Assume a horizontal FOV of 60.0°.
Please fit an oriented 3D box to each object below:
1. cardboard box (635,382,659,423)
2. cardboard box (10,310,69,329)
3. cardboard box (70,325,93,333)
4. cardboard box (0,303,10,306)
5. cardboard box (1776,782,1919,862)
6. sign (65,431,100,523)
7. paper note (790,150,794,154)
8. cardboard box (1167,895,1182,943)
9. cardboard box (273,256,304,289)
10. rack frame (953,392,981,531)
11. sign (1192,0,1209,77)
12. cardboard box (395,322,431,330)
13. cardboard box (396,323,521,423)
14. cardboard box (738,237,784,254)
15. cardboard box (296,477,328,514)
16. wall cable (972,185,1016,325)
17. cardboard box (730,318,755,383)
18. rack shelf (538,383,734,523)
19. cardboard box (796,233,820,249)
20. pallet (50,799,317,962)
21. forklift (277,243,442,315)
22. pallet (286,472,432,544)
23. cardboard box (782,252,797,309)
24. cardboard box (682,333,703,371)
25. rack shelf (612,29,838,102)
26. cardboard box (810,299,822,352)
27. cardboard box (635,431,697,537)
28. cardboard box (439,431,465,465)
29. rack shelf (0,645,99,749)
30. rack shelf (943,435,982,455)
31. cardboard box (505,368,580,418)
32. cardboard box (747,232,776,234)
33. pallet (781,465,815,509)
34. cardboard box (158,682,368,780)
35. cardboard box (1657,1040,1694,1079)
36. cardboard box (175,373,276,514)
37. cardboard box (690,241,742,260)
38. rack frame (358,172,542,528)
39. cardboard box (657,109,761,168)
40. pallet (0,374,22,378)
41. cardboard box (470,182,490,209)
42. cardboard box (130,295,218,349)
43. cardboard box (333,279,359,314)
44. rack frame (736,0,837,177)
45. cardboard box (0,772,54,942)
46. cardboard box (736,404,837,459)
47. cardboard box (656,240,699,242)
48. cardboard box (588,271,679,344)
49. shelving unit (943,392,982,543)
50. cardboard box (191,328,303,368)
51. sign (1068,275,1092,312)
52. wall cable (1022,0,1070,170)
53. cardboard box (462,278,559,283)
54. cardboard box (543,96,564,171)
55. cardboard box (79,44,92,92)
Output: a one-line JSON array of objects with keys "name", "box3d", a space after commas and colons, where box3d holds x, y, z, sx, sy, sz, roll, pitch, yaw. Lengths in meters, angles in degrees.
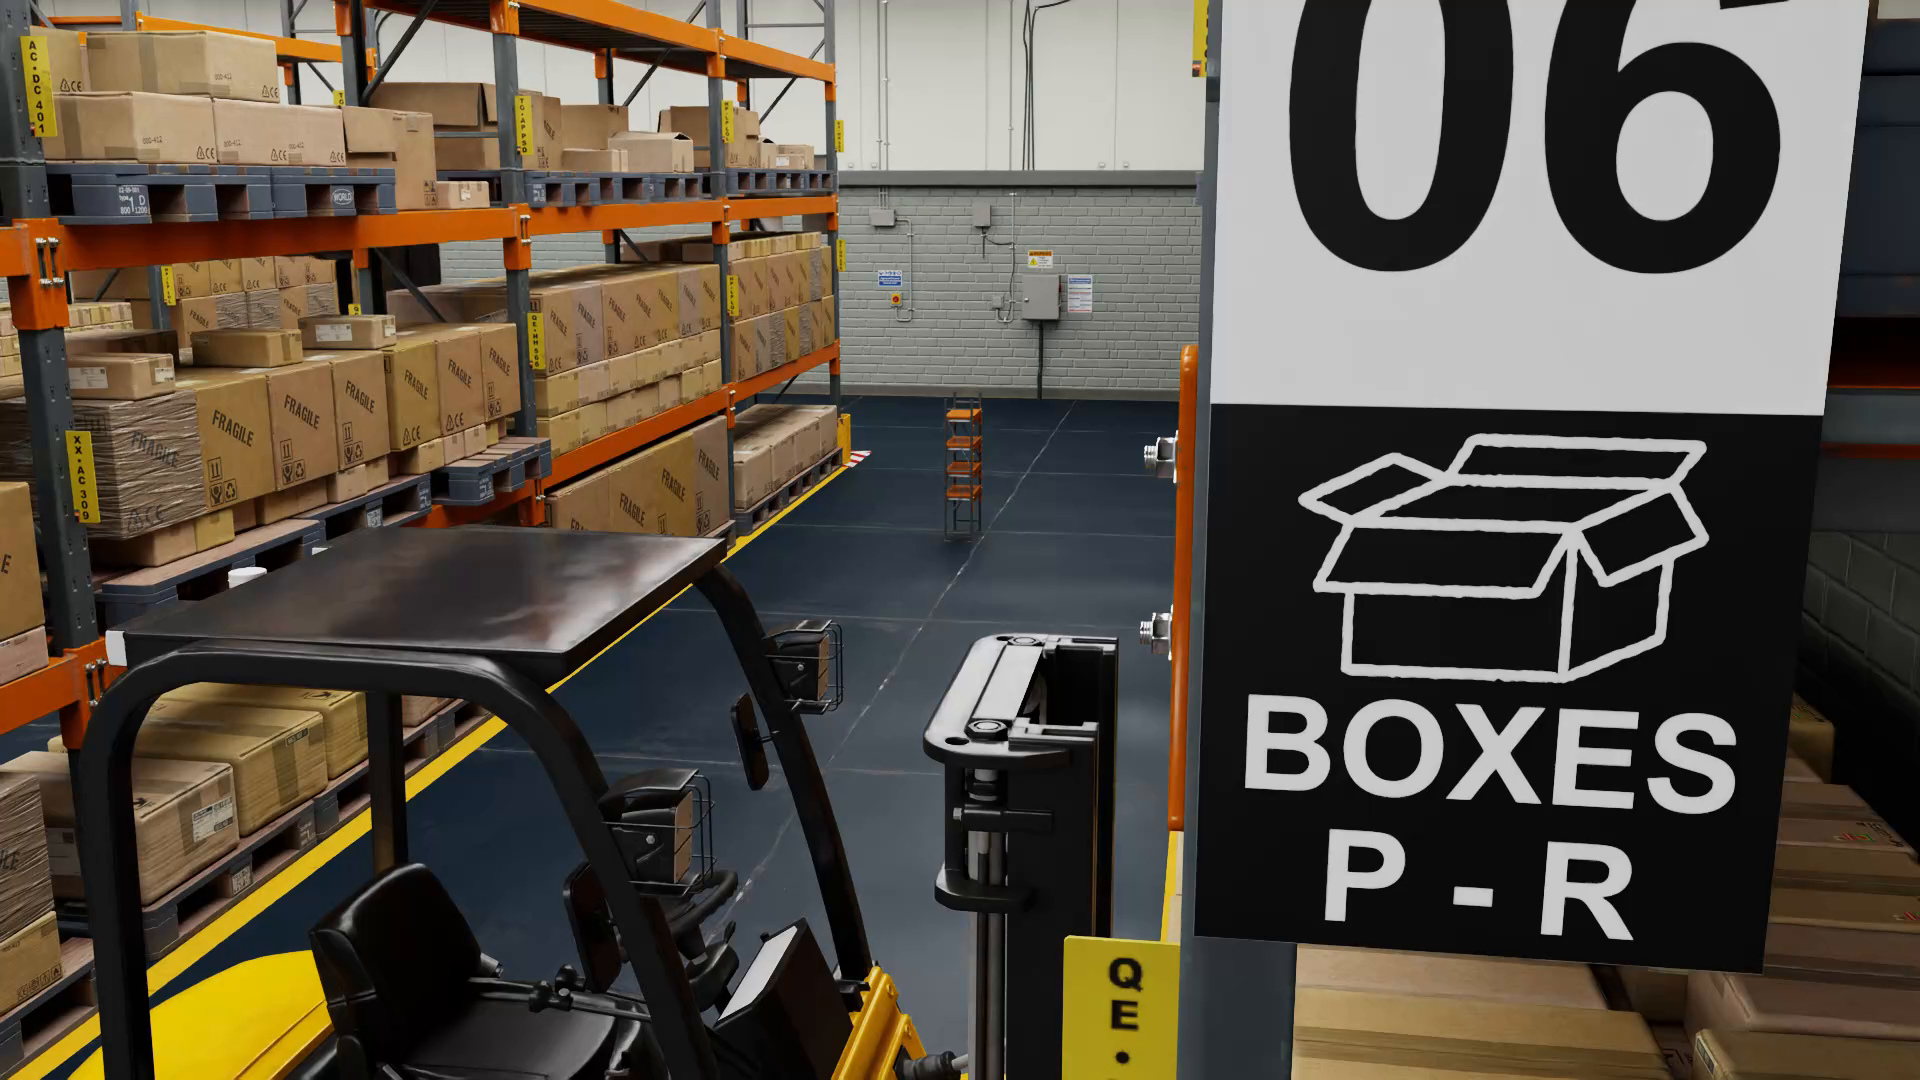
[{"name": "cardboard box", "box3d": [-2.464, -0.986, 11.806, 0.500, 0.250, 0.500, 2, 12, 9]}, {"name": "cardboard box", "box3d": [-7.291, -1.738, 13.124, 0.380, 0.149, 0.250, 2, 12, 8]}, {"name": "cardboard box", "box3d": [-7.246, -1.651, 13.427, 0.380, 0.149, 0.250, 2, 12, 11]}, {"name": "cardboard box", "box3d": [-7.852, -1.867, 13.722, 0.380, 0.149, 0.250, 2, 12, 10]}, {"name": "cardboard box", "box3d": [1.082, 0.445, 2.327, 0.380, 0.149, 0.250, 2, 12, 9]}, {"name": "sign", "box3d": [-3.086, -0.221, 5.845, 0.100, 0.325, 0.005, 2, 12, 9]}, {"name": "paper note", "box3d": [-1.526, -3.529, 15.124, 0.006, 0.032, 0.123, 2, 12, 9]}, {"name": "cardboard box", "box3d": [0.809, 1.193, 4.495, 0.500, 0.250, 0.500, 2, 12, 9]}, {"name": "cardboard box", "box3d": [-6.737, -2.707, 16.117, 0.500, 0.500, 0.500, 1, 12, 7]}, {"name": "rack frame", "box3d": [0.063, -0.672, 14.263, 0.240, 1.200, 0.015, 2, 12, 9]}, {"name": "sign", "box3d": [0.744, -1.542, 4.936, 0.100, 0.325, 0.005, 2, 12, 9]}, {"name": "cardboard box", "box3d": [-3.306, -0.960, 9.388, 0.500, 0.500, 0.500, 2, 12, 7]}, {"name": "cardboard box", "box3d": [-2.804, -0.943, 9.307, 0.500, 0.500, 0.500, 2, 12, 7]}, {"name": "cardboard box", "box3d": [-1.835, -2.708, 15.287, 0.380, 0.149, 0.250, 2, 12, 9]}, {"name": "cardboard box", "box3d": [-3.090, -0.218, 7.484, 0.380, 0.149, 0.250, 2, 12, 9]}, {"name": "wall cable", "box3d": [0.469, -3.940, 22.742, 0.588, 1.984, 0.122, 2, 12, 9]}, {"name": "cardboard box", "box3d": [-2.062, -1.617, 14.141, 0.500, 0.500, 0.500, 2, 12, 11]}, {"name": "rack shelf", "box3d": [-2.701, -0.711, 11.881, 1.077, 0.370, 4.000, 2, 12, 9]}, {"name": "cardboard box", "box3d": [-1.607, -2.975, 16.529, 0.380, 0.149, 0.250, 2, 12, 8]}, {"name": "pallet", "box3d": [-3.505, 1.387, 7.056, 1.003, 0.211, 1.213, 2, 12, 9]}, {"name": "forklift", "box3d": [-5.314, -1.596, 14.444, 1.130, 2.935, 3.031, 12, 17, 43]}, {"name": "pallet", "box3d": [-3.272, -0.139, 7.976, 1.003, 0.211, 1.213, 2, 12, 9]}, {"name": "cardboard box", "box3d": [-1.827, -2.424, 15.512, 0.500, 0.500, 0.500, 2, 12, 8]}, {"name": "cardboard box", "box3d": [-2.290, -1.446, 12.754, 0.500, 0.250, 0.500, 2, 12, 10]}, {"name": "rack shelf", "box3d": [-2.086, -4.281, 15.155, 1.077, 0.370, 4.000, 2, 12, 9]}, {"name": "cardboard box", "box3d": [-1.683, -2.148, 16.602, 0.500, 0.500, 0.500, 2, 12, 7]}, {"name": "cardboard box", "box3d": [-2.541, -0.326, 12.432, 0.875, 0.875, 0.875, 2, 12, 10]}, {"name": "cardboard box", "box3d": [-2.837, -0.489, 8.742, 0.380, 0.149, 0.250, 1, 12, 6]}, {"name": "rack shelf", "box3d": [-3.931, 0.954, 4.154, 1.077, 0.370, 4.000, 2, 12, 9]}, {"name": "rack shelf", "box3d": [0.025, -0.774, 13.994, 0.258, 0.148, 0.480, 2, 12, 9]}, {"name": "cardboard box", "box3d": [-2.686, -0.915, 10.289, 0.500, 0.250, 0.500, 2, 12, 8]}, {"name": "cardboard box", "box3d": [-2.076, -3.045, 16.852, 0.380, 0.149, 0.250, 2, 12, 10]}, {"name": "pallet", "box3d": [-2.014, -0.527, 15.936, 1.003, 0.211, 1.213, 2, 12, 9]}, {"name": "cardboard box", "box3d": [-3.333, 0.862, 8.116, 0.950, 0.372, 0.625, 2, 12, 11]}, {"name": "cardboard box", "box3d": [0.950, 0.697, 1.861, 0.380, 0.149, 0.250, 2, 12, 9]}, {"name": "cardboard box", "box3d": [-3.192, -0.406, 6.818, 0.500, 0.500, 0.500, 2, 12, 9]}, {"name": "cardboard box", "box3d": [-2.065, -2.445, 14.069, 0.380, 0.149, 0.250, 2, 12, 9]}, {"name": "rack frame", "box3d": [-3.008, -0.647, 9.874, 1.000, 3.000, 0.127, 2, 12, 9]}, {"name": "cardboard box", "box3d": [-2.218, -3.532, 14.663, 0.797, 0.503, 0.637, 3, 12, 13]}, {"name": "pallet", "box3d": [-7.651, -1.106, 12.459, 1.003, 0.211, 1.213, 2, 12, 9]}, {"name": "cardboard box", "box3d": [-2.849, -1.918, 9.248, 0.380, 0.149, 0.250, 2, 12, 9]}, {"name": "cardboard box", "box3d": [-6.975, -1.908, 14.783, 0.500, 0.500, 0.500, 2, 12, 8]}, {"name": "cardboard box", "box3d": [-6.584, -2.437, 17.236, 0.500, 0.500, 0.500, 2, 12, 8]}, {"name": "rack frame", "box3d": [-1.778, -5.245, 16.969, 1.000, 3.000, 0.127, 2, 12, 9]}, {"name": "cardboard box", "box3d": [-3.449, 1.090, 5.565, 0.500, 0.500, 0.500, 2, 12, 8]}, {"name": "cardboard box", "box3d": [-1.781, -1.124, 17.174, 0.875, 0.438, 0.875, 1, 12, 7]}, {"name": "cardboard box", "box3d": [-2.465, -2.511, 14.376, 0.380, 0.149, 0.250, 2, 12, 9]}, {"name": "cardboard box", "box3d": [-2.383, -1.703, 12.165, 0.500, 0.500, 0.500, 2, 12, 10]}, {"name": "shelving unit", "box3d": [0.025, -0.621, 14.027, 0.258, 1.200, 0.503, 2, 12, 9]}, {"name": "cardboard box", "box3d": [-3.136, -0.847, 7.321, 0.380, 0.149, 0.250, 3, 12, 12]}, {"name": "sign", "box3d": [1.639, -3.369, 22.730, 0.329, 0.494, 0.001, 2, 12, 9]}, {"name": "wall cable", "box3d": [2.308, -6.333, 21.931, 2.988, 3.039, 0.133, 2, 12, 9]}, {"name": "cardboard box", "box3d": [-3.034, -1.511, 11.272, 0.500, 0.500, 0.500, 2, 12, 9]}, {"name": "cardboard box", "box3d": [-3.024, -2.743, 11.249, 0.500, 0.500, 0.500, 2, 12, 9]}, {"name": "cardboard box", "box3d": [-3.525, -1.995, 7.181, 0.500, 0.250, 0.500, 2, 12, 10]}]
